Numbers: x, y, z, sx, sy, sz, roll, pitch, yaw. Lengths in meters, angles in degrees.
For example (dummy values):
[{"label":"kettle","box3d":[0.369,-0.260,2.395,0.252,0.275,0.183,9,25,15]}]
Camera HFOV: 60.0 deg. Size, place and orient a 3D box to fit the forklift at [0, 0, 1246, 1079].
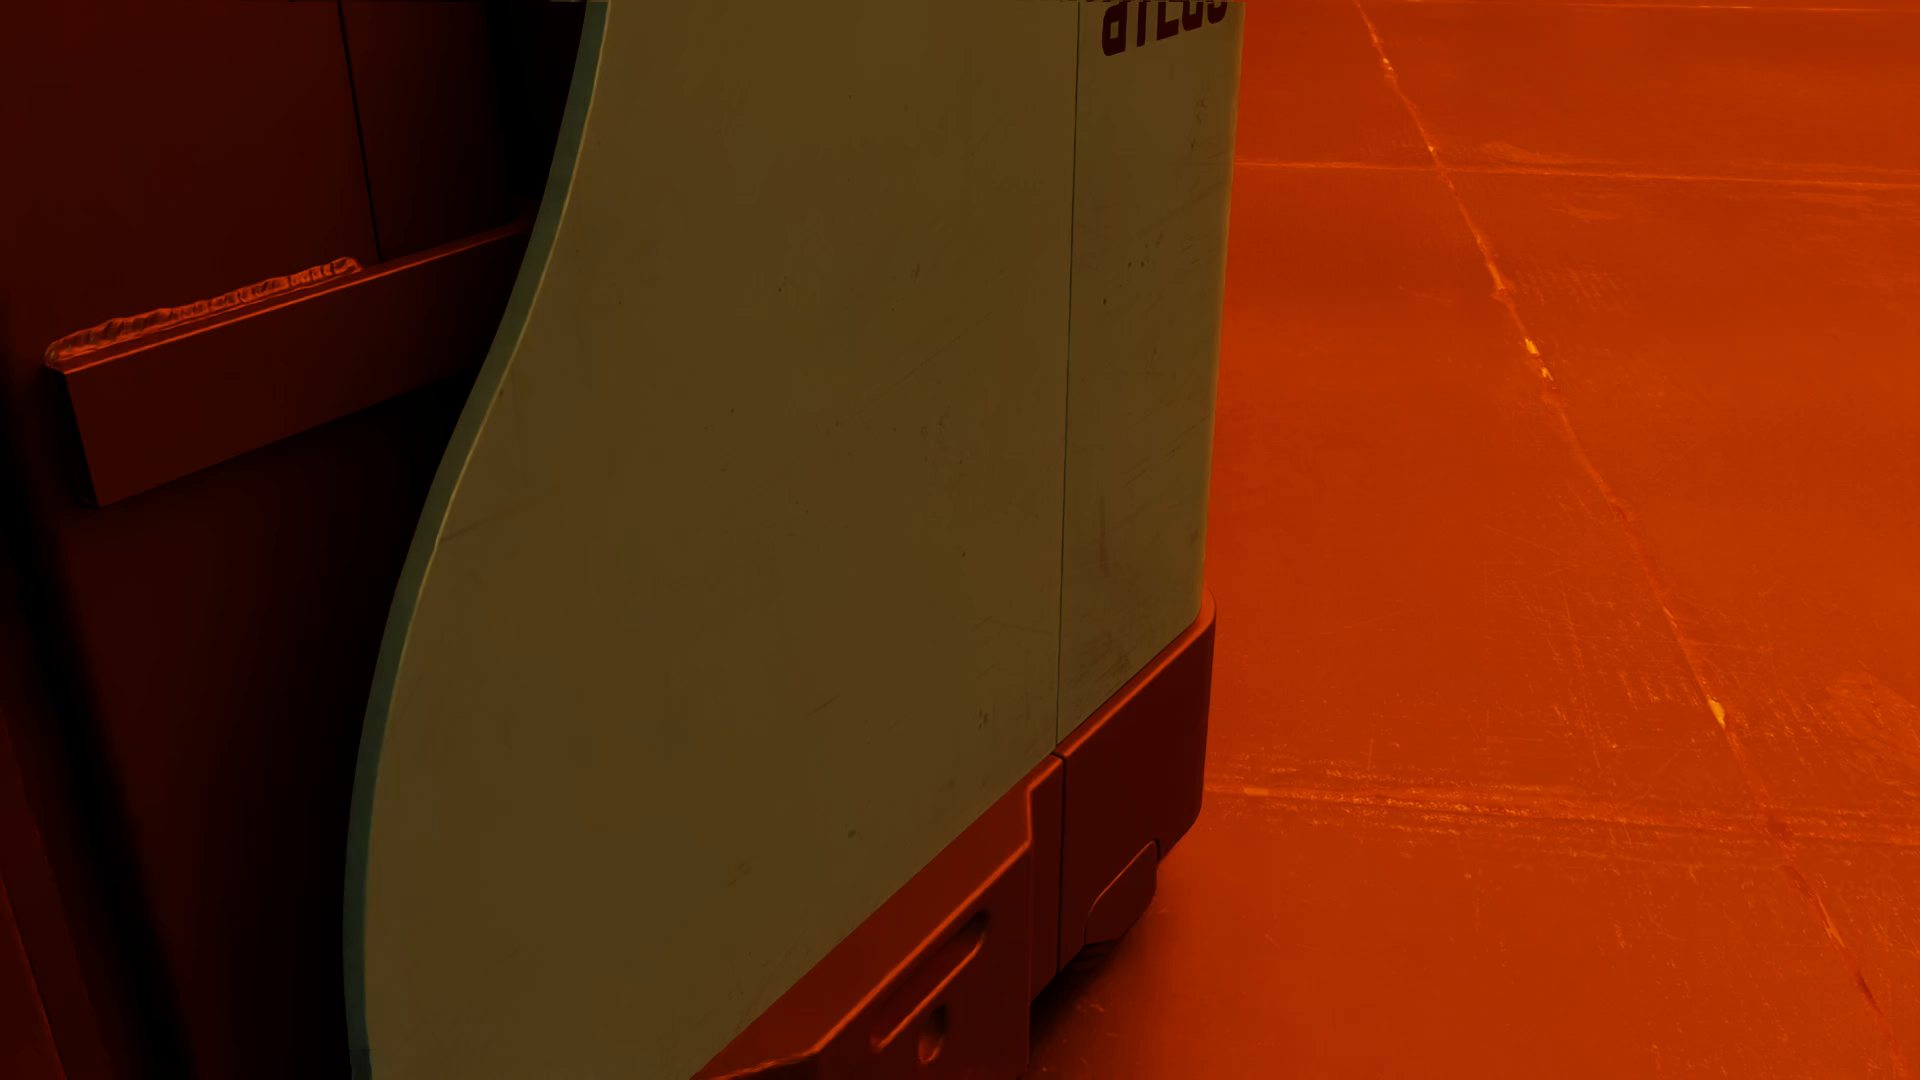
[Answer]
[{"label":"forklift","box3d":[-0.978,-0.554,0.328,1.130,2.935,3.031,17,31,30]}]
